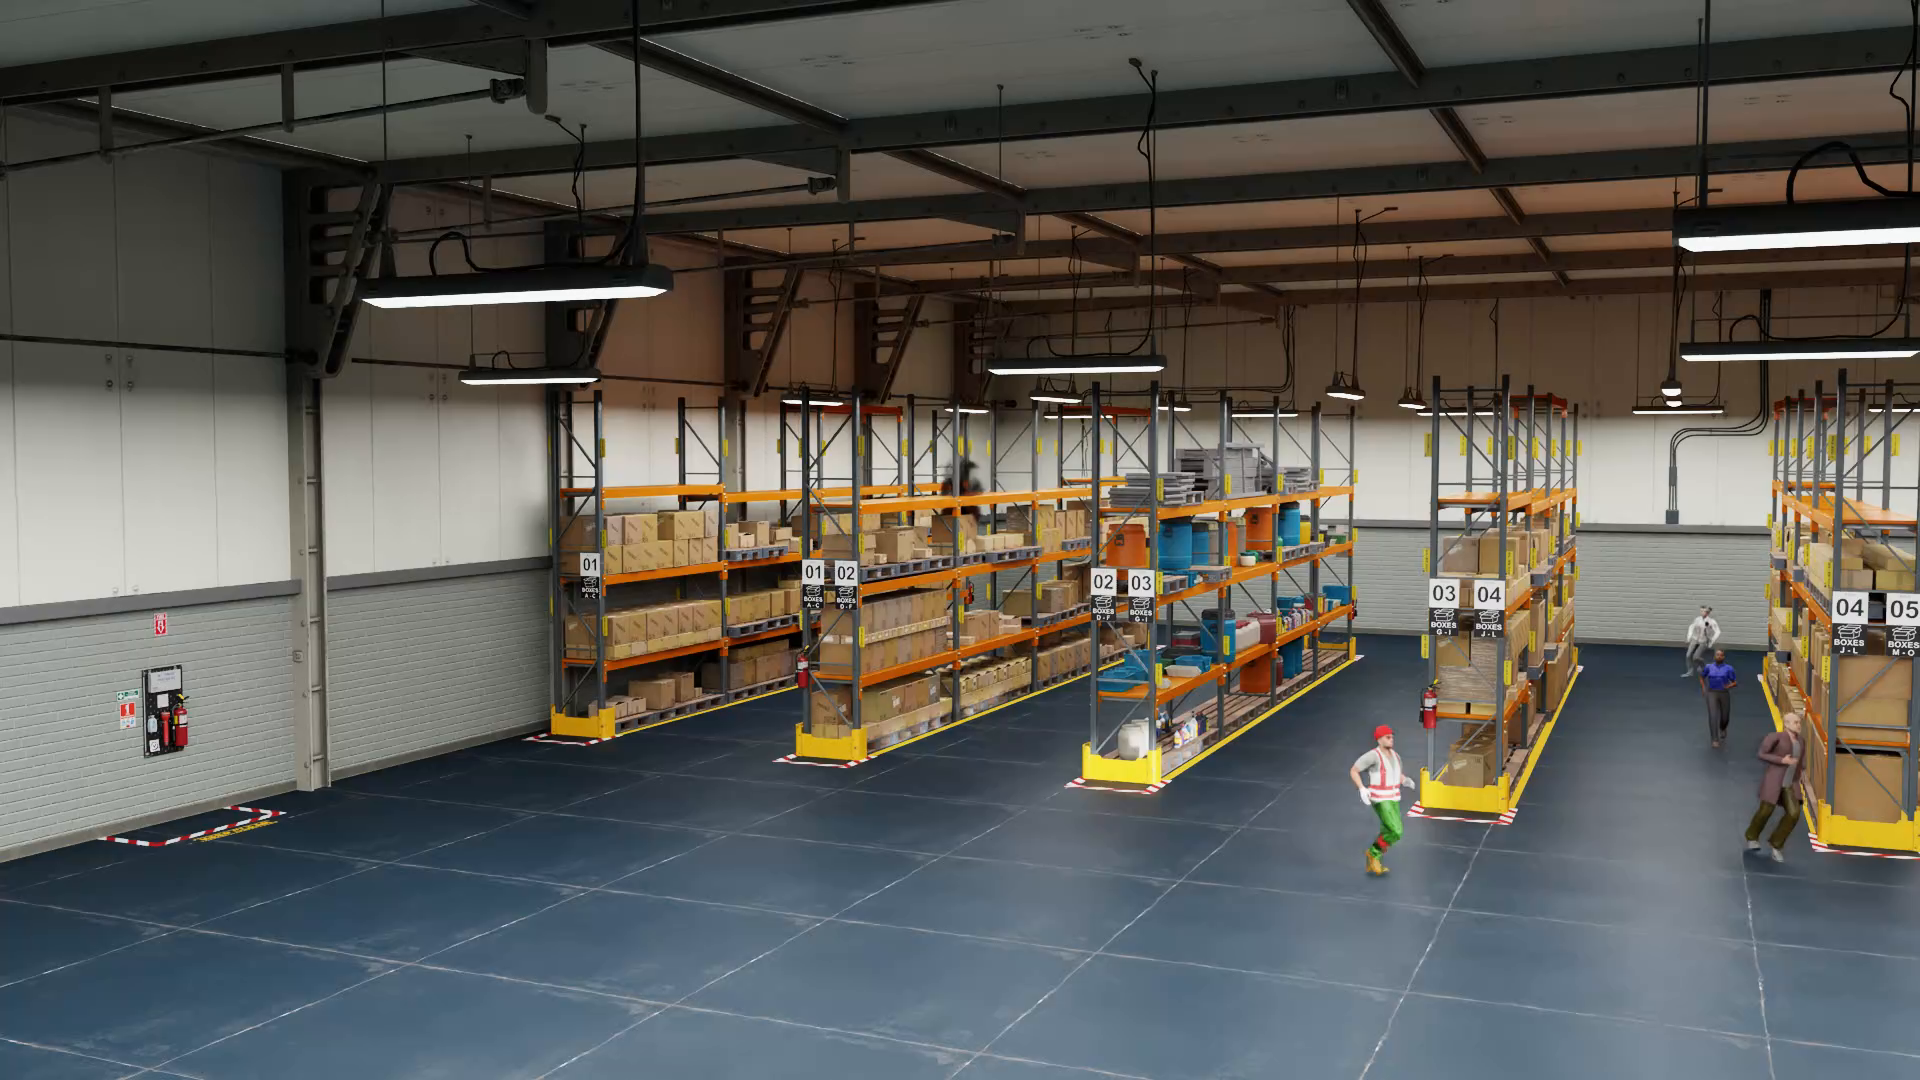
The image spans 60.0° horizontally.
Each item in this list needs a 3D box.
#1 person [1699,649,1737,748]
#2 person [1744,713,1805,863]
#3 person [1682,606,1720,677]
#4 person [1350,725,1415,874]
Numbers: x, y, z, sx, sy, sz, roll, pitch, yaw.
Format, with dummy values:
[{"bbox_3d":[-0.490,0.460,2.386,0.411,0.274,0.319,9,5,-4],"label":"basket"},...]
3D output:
[{"bbox_3d":[12.738,2.643,27.952,0.588,1.622,0.774,1,3,24],"label":"person"},{"bbox_3d":[10.092,3.014,20.365,0.711,1.802,0.790,0,3,-2],"label":"person"},{"bbox_3d":[16.232,2.215,36.300,0.517,1.598,0.706,-2,4,-34],"label":"person"},{"bbox_3d":[4.986,3.036,19.369,0.649,1.742,0.642,-3,4,-39],"label":"person"}]
